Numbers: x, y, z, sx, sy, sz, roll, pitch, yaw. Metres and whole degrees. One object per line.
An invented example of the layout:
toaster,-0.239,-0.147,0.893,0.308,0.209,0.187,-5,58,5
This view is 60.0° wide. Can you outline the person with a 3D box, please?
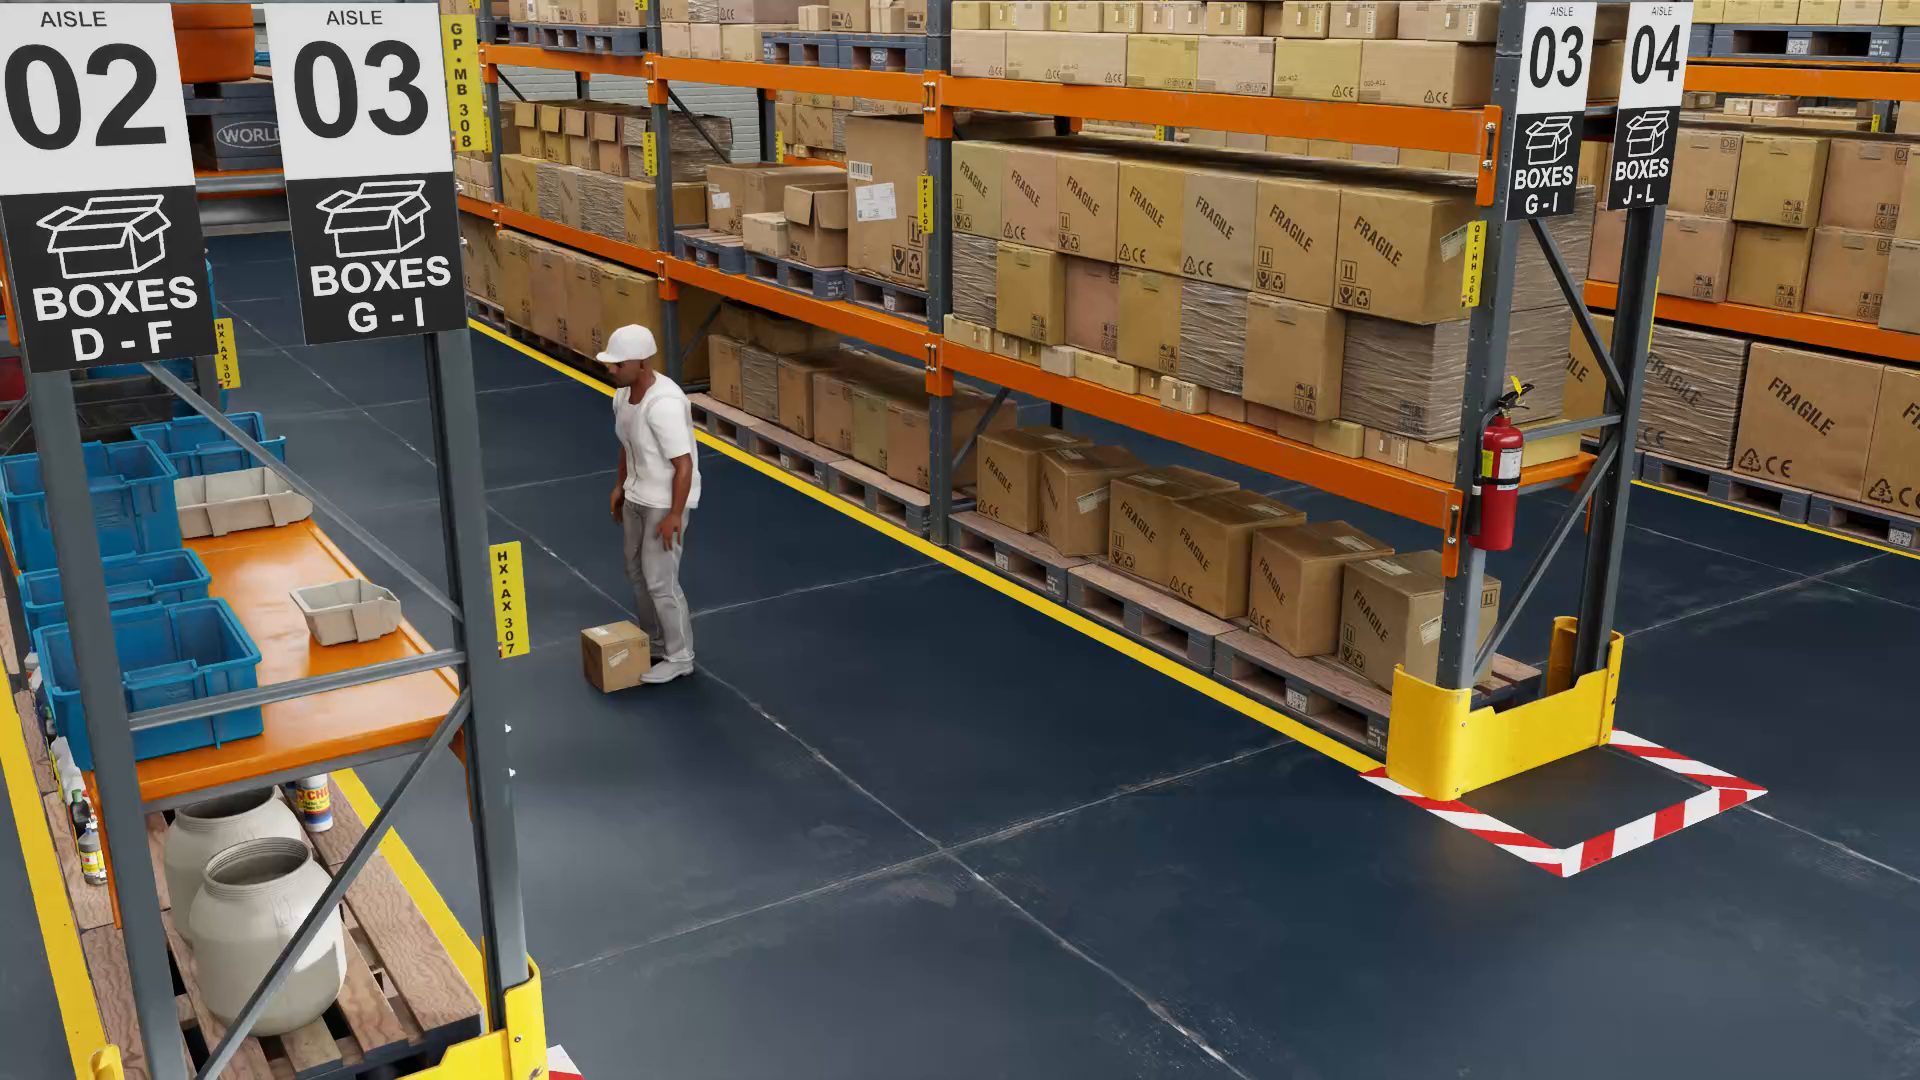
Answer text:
person,-1.507,-0.183,8.088,0.454,1.761,0.637,-13,22,-34
